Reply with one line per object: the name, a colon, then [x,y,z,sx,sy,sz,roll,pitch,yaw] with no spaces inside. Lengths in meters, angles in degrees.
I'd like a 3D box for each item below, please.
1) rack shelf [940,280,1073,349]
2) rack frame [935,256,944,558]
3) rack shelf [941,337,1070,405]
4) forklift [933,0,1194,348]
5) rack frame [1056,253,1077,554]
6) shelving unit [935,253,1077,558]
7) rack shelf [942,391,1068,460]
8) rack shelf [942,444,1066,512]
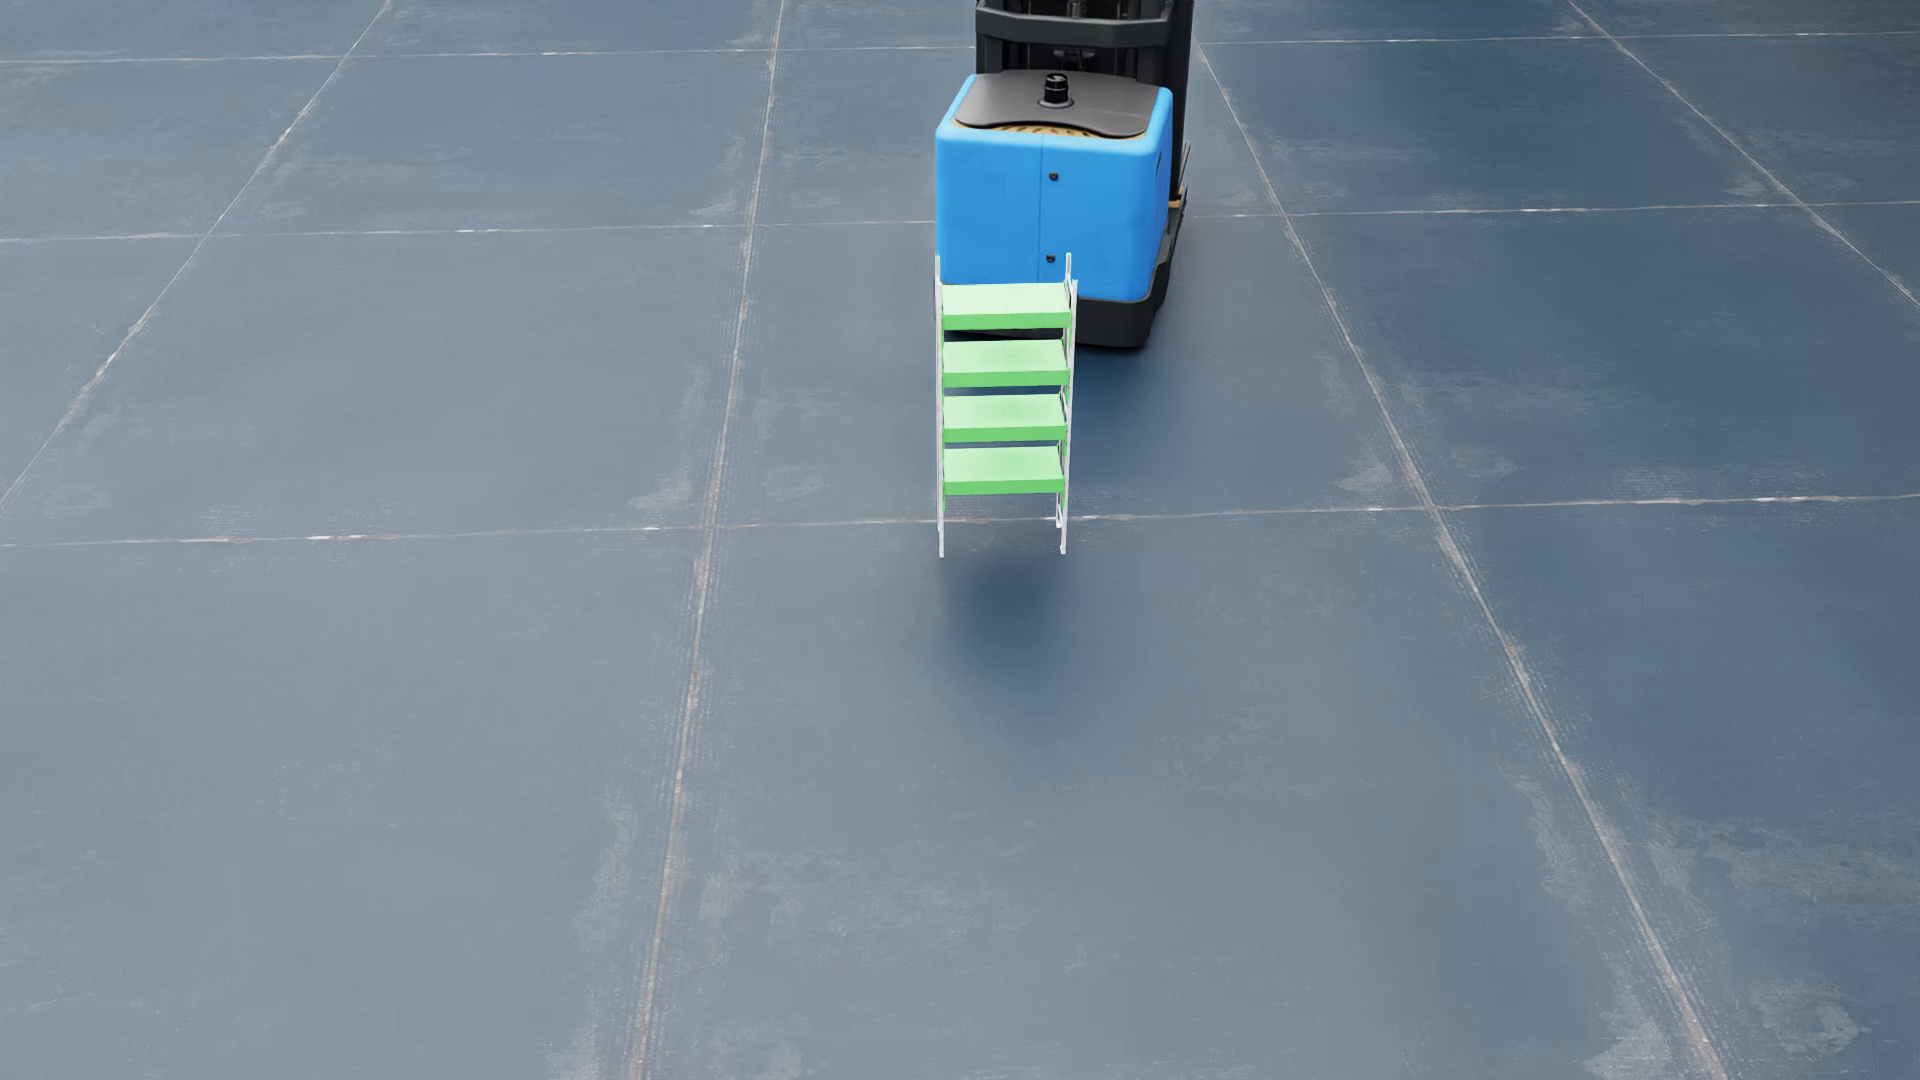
rack shelf: [0.165,-0.840,6.178,0.480,0.148,0.258,-2,35,-2]
rack frame: [-0.078,-0.491,6.405,0.015,1.200,0.240,-2,35,-2]
rack shelf: [0.165,-0.643,6.315,0.480,0.148,0.258,-2,35,-2]
forklift: [0.671,-2.955,8.444,1.130,2.935,3.031,7,35,10]
rack frame: [0.409,-0.504,6.424,0.015,1.200,0.240,-2,35,-2]
shelving unit: [0.165,-0.498,6.415,0.503,1.200,0.258,-2,35,-2]
rack shelf: [0.165,-0.445,6.451,0.480,0.148,0.258,-2,35,-2]
rack shelf: [0.165,-0.248,6.588,0.480,0.148,0.258,-2,35,-2]
